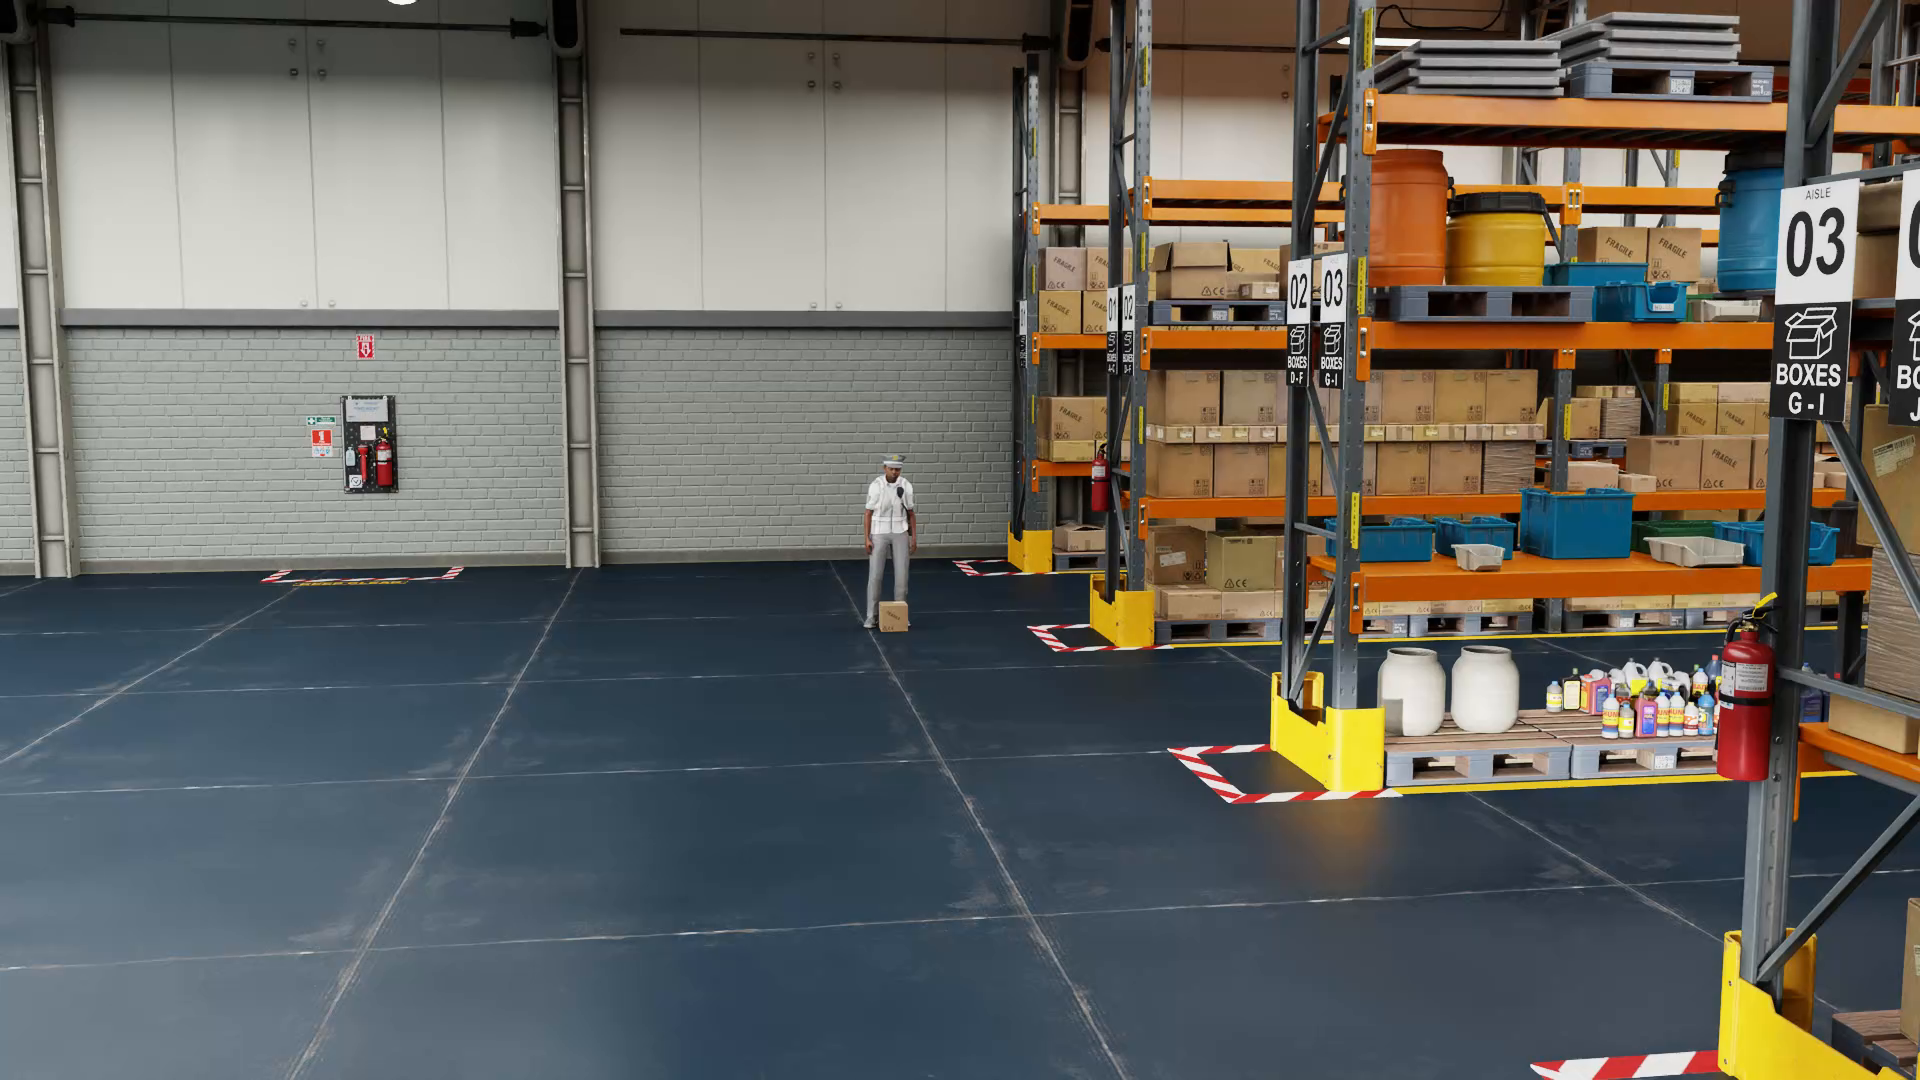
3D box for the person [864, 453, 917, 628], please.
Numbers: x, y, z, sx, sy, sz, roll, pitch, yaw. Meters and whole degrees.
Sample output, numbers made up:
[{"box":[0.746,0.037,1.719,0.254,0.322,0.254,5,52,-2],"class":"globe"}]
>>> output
[{"box":[-0.674,-0.003,15.863,0.524,1.660,0.396,-1,7,-10],"class":"person"}]
